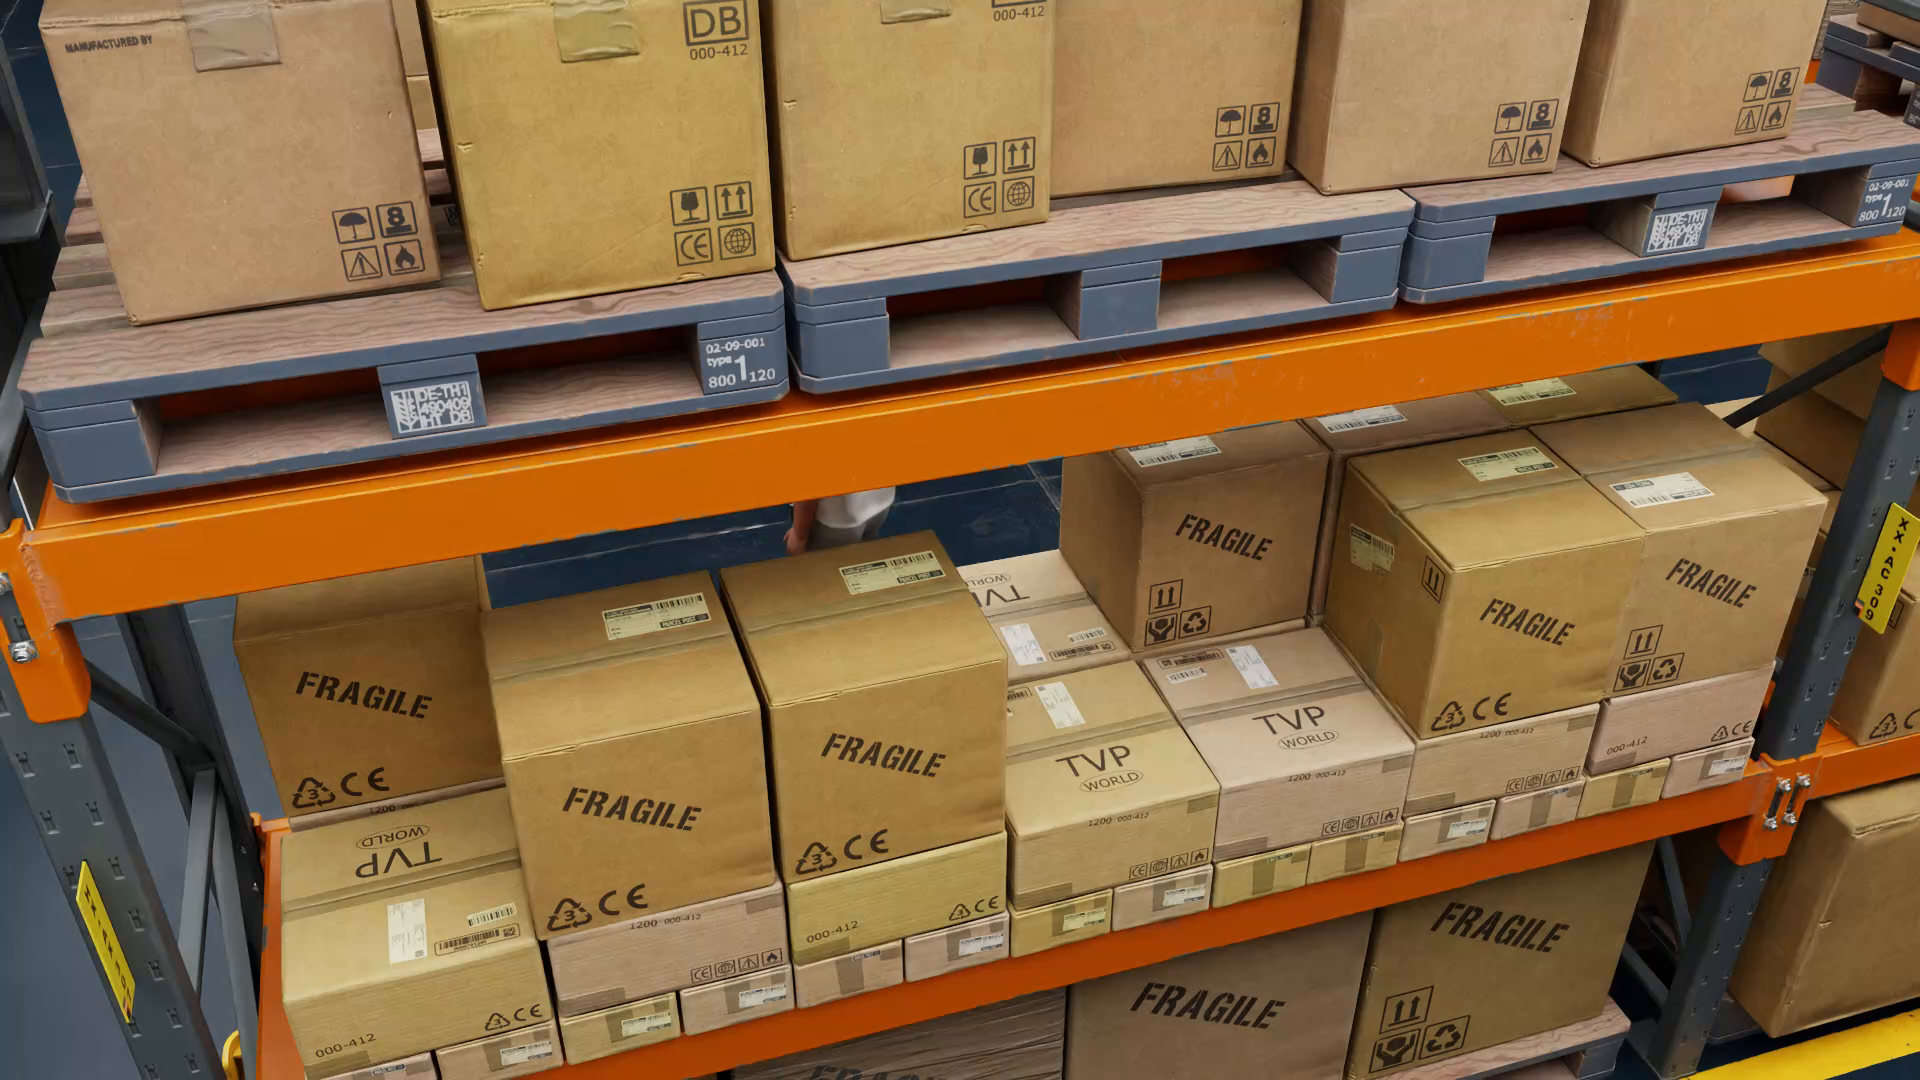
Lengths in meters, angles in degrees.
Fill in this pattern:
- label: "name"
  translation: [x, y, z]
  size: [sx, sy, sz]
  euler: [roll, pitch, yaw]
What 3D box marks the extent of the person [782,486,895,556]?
- label: "person"
  translation: [-0.452, -0.138, 6.368]
  size: [0.404, 1.815, 0.613]
  euler: [21, 39, 28]
